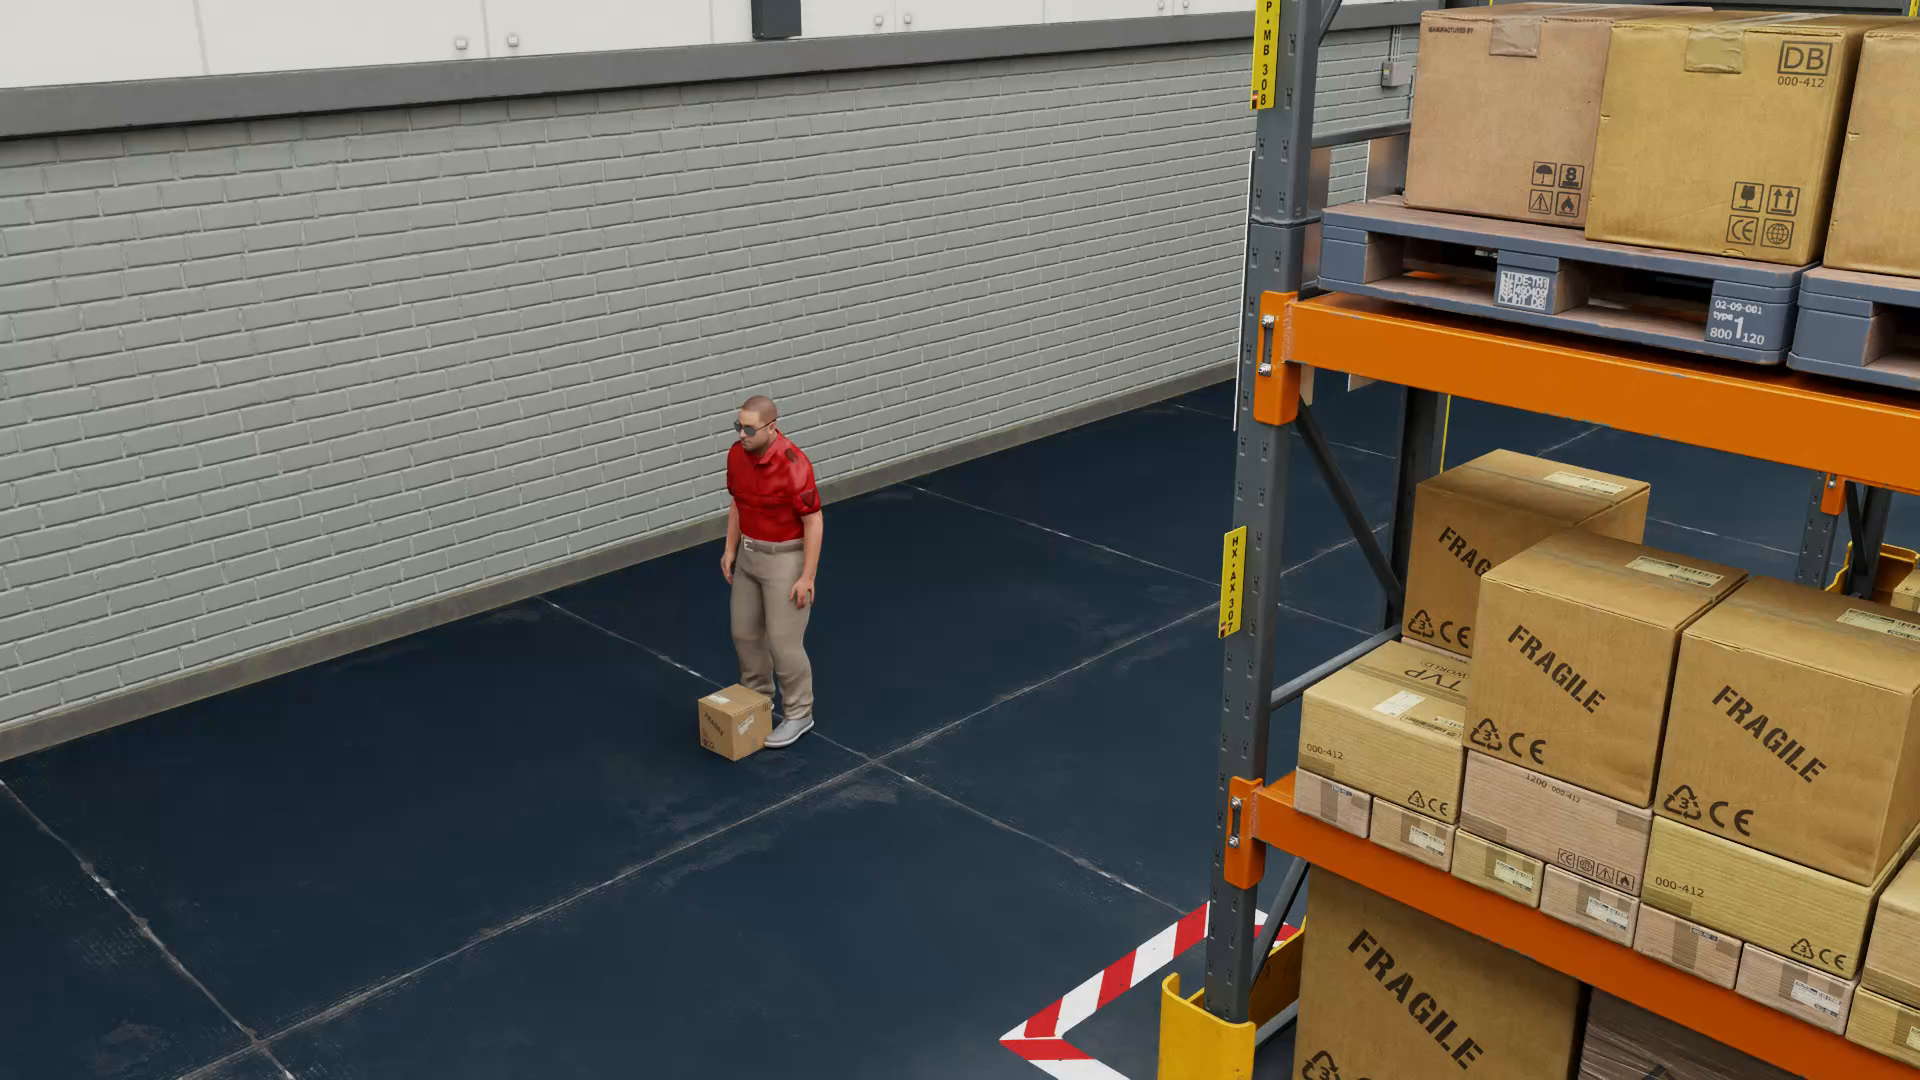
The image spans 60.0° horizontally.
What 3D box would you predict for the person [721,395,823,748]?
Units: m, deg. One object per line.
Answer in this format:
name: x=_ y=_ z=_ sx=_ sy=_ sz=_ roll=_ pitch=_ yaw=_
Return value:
person: x=-0.916 y=0.126 z=8.002 sx=0.606 sy=1.726 sz=0.393 roll=17 pitch=26 yaw=38
